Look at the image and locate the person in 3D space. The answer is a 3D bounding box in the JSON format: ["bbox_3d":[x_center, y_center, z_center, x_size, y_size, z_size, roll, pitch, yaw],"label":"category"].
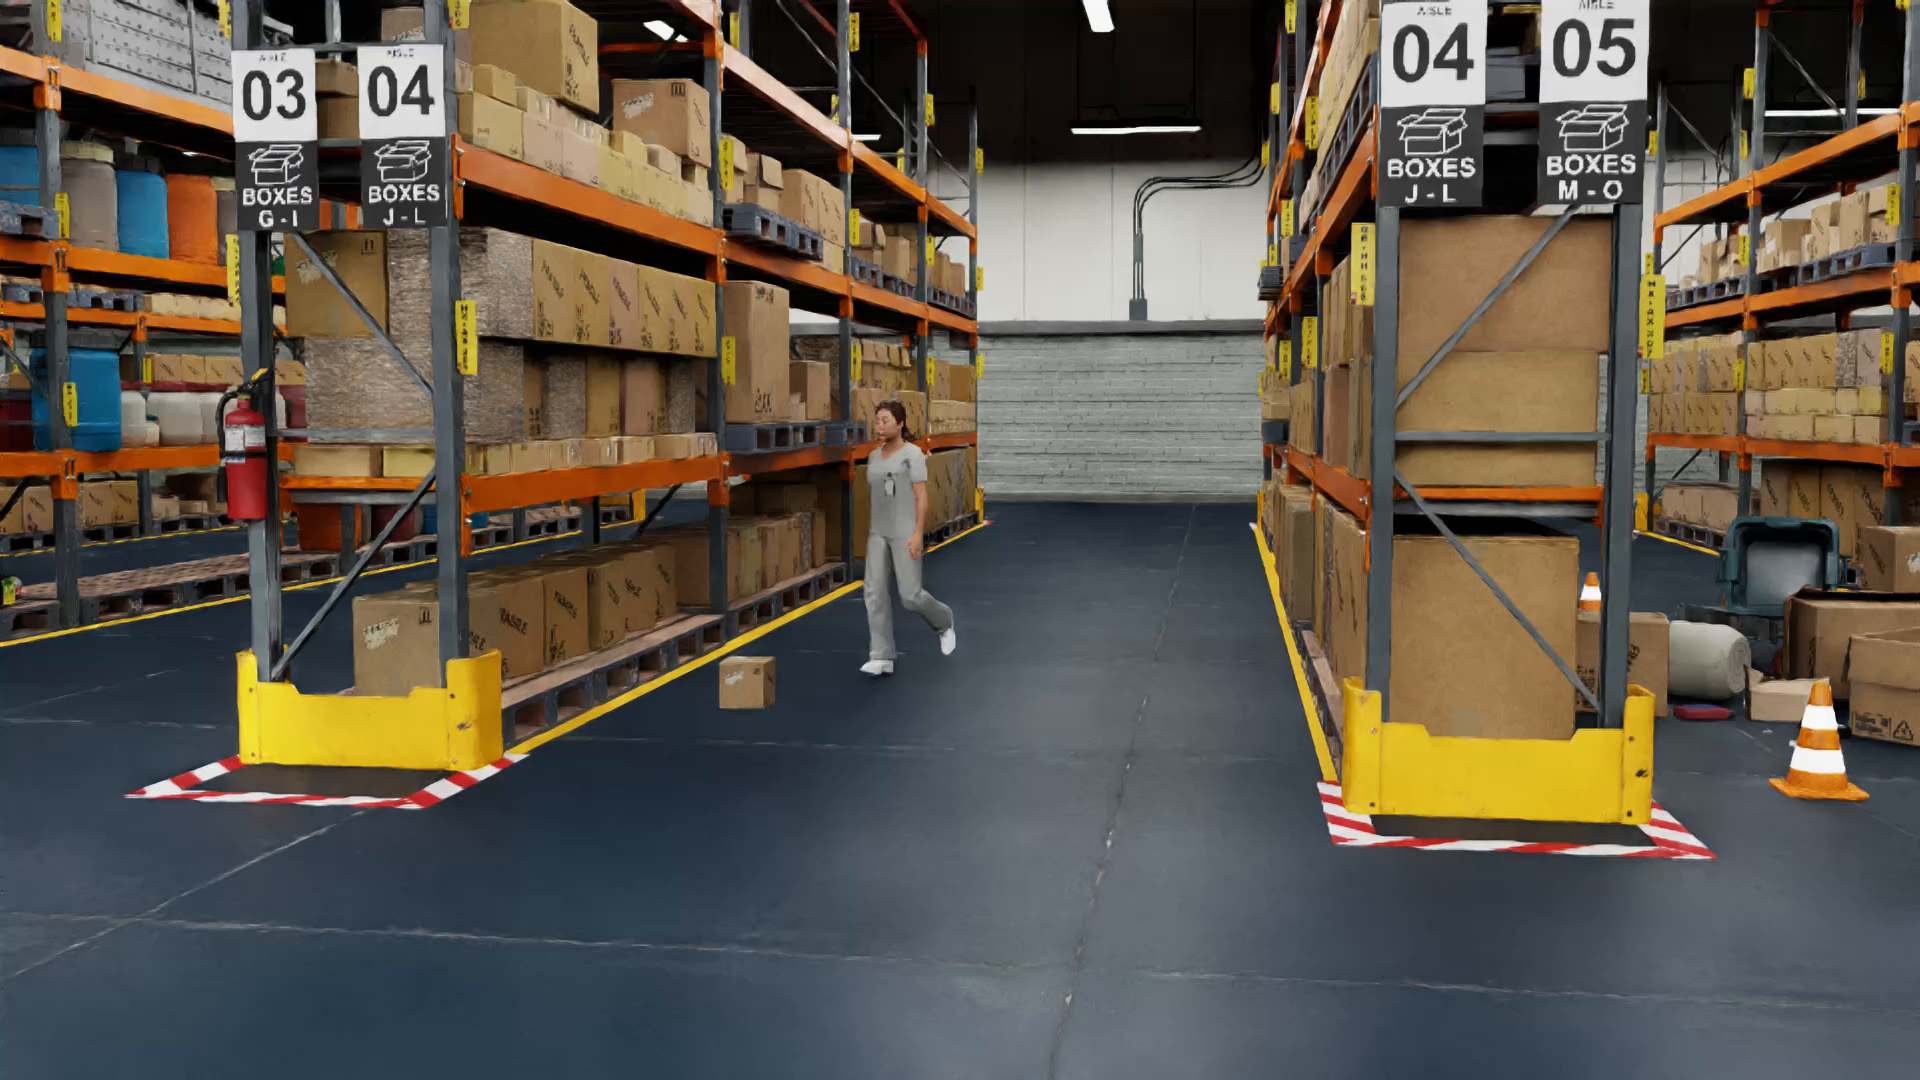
[{"bbox_3d":[-0.341,-0.025,10.145,0.474,1.651,0.758,3,6,35],"label":"person"}]
